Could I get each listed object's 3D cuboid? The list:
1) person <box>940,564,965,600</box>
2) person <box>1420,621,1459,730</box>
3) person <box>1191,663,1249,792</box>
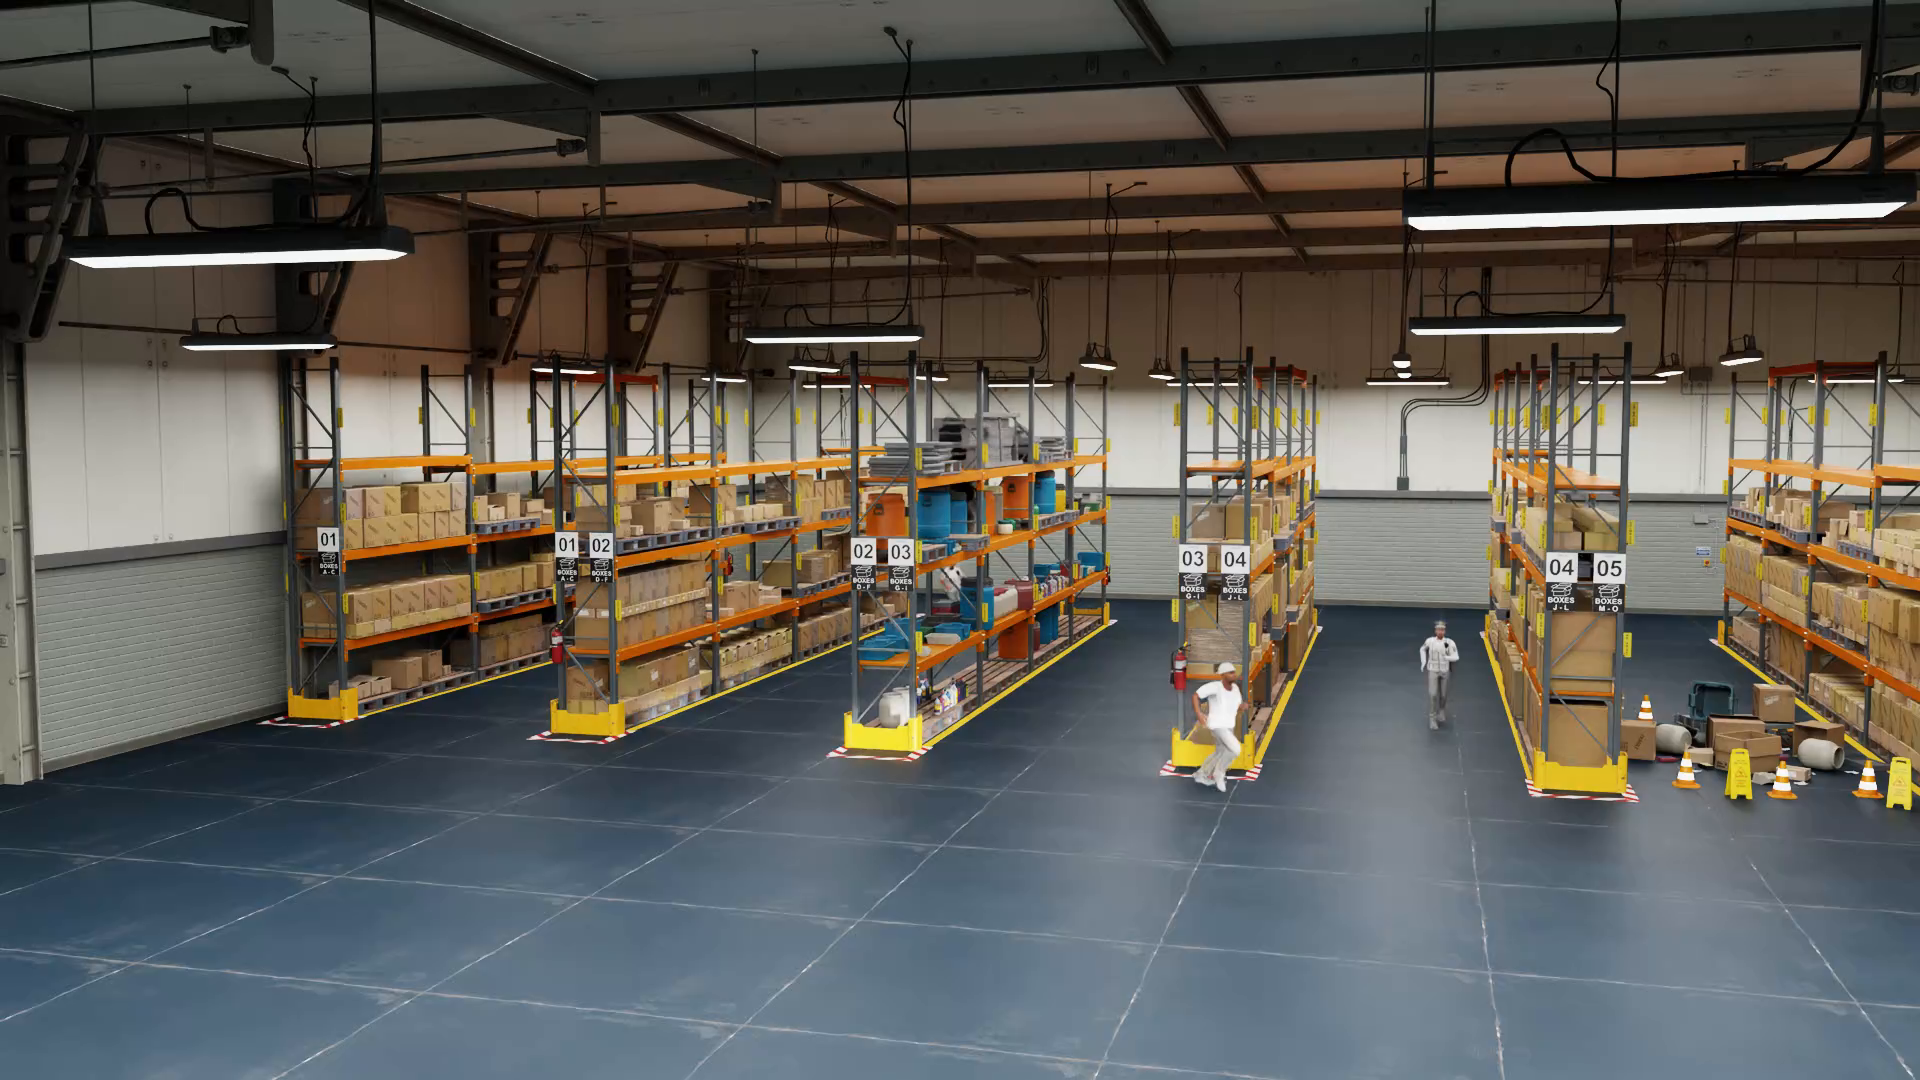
[{"bbox_3d":[-0.163,1.232,40.531,0.633,1.606,0.608,-1,4,-8],"label":"person"},{"bbox_3d":[7.768,2.154,26.951,0.566,1.708,0.878,1,4,15],"label":"person"},{"bbox_3d":[3.488,2.492,22.226,0.786,1.727,0.671,4,6,43],"label":"person"}]
